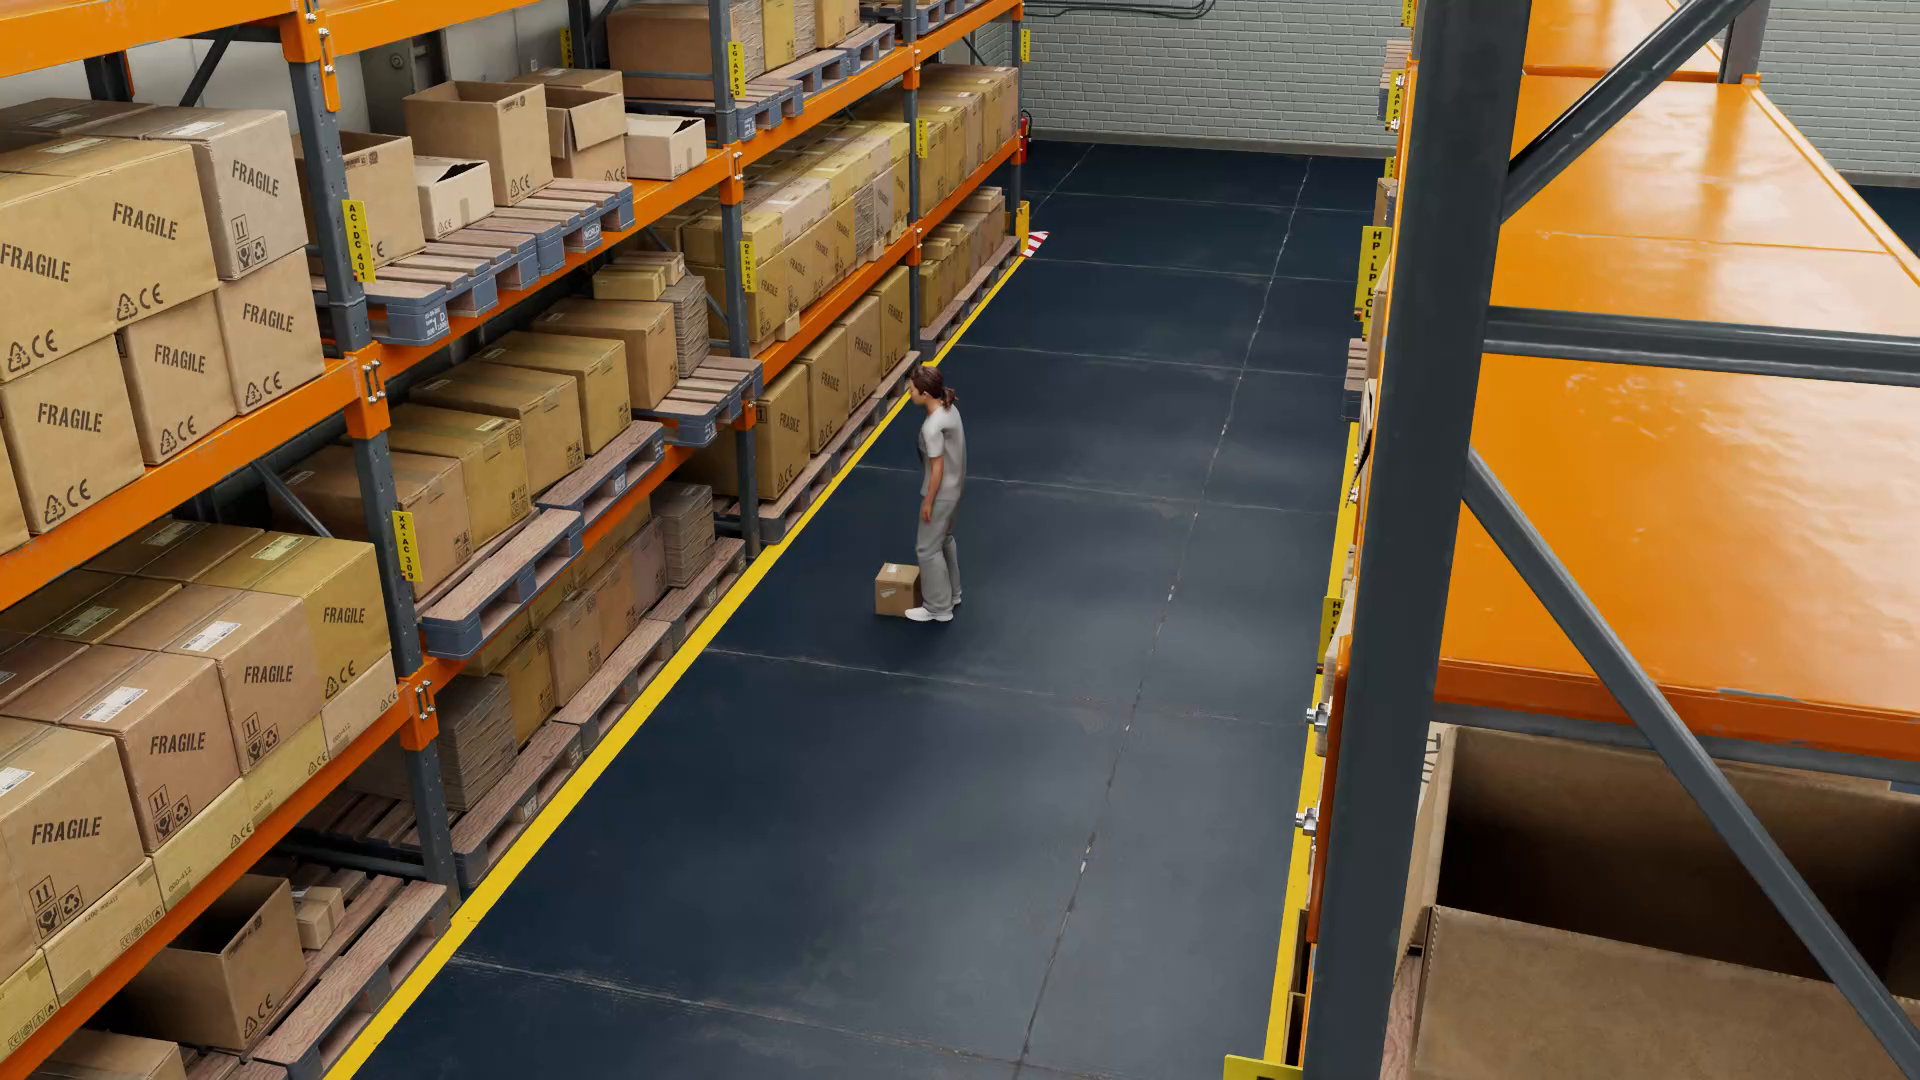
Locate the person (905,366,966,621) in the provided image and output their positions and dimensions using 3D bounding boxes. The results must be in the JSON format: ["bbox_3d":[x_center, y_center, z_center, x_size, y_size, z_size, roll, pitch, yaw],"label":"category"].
[{"bbox_3d":[-0.149,-0.297,10.327,0.366,1.671,0.503,5,26,10],"label":"person"}]
